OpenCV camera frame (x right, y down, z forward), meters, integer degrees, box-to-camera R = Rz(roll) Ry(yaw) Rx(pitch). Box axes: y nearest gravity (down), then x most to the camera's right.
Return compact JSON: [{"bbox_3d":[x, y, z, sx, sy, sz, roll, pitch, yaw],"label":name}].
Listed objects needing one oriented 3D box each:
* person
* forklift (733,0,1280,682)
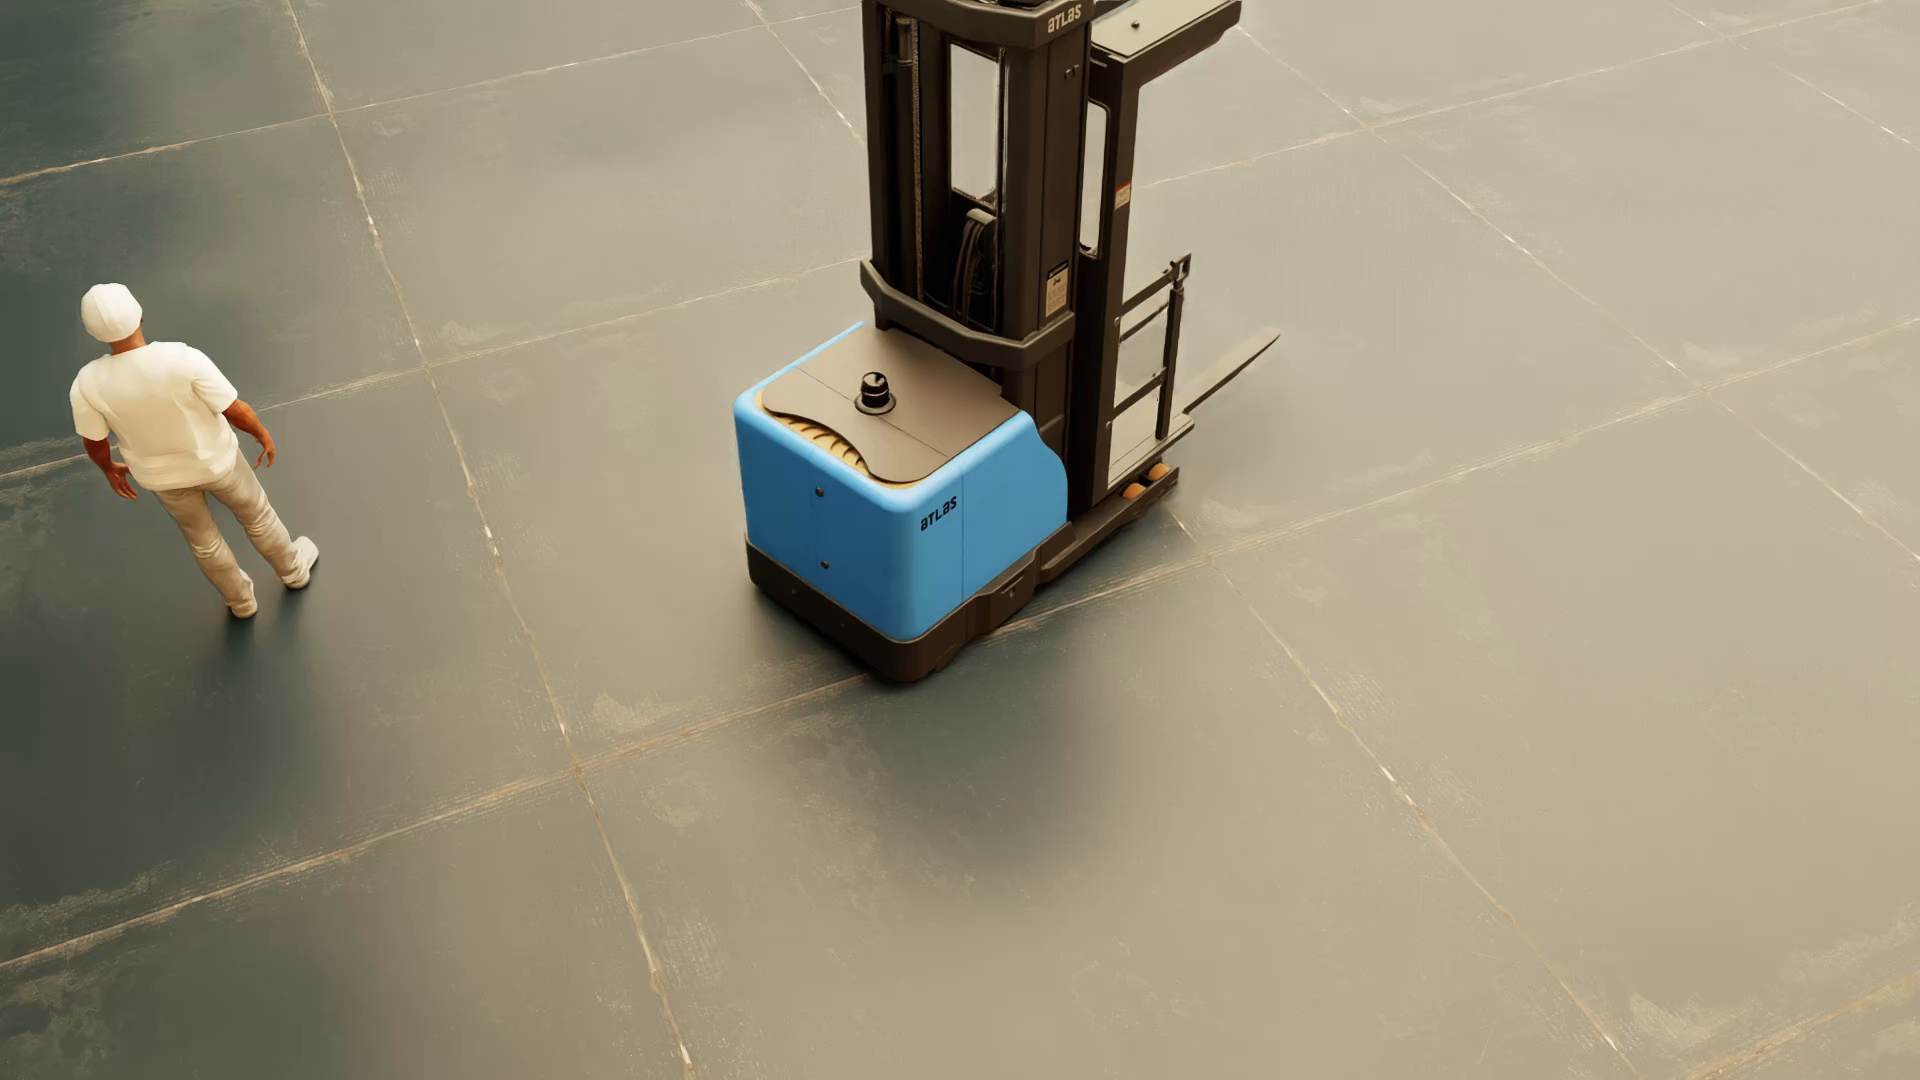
[{"bbox_3d":[-3.222,-0.386,6.938,0.671,1.767,0.578,-12,44,-13],"label":"person"},{"bbox_3d":[0.405,-1.388,7.168,1.130,2.935,3.031,32,52,30],"label":"forklift"}]
